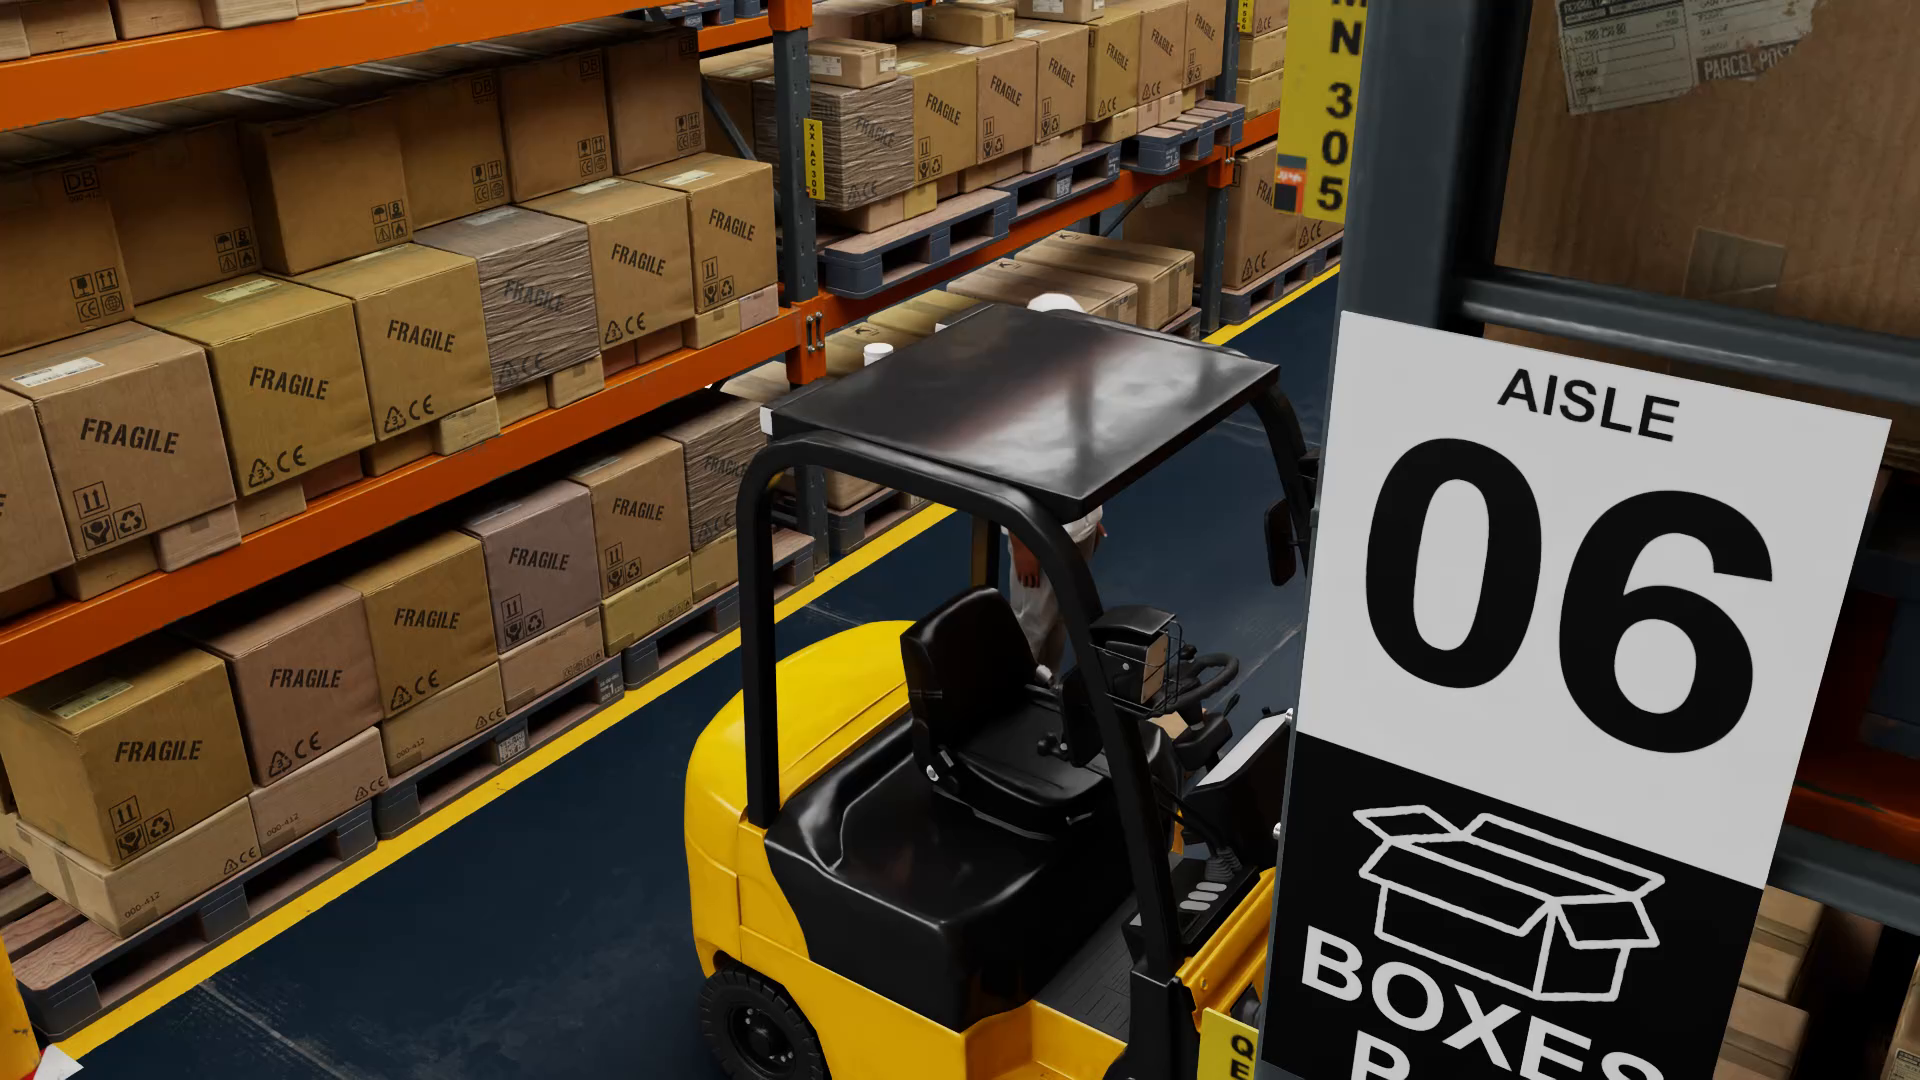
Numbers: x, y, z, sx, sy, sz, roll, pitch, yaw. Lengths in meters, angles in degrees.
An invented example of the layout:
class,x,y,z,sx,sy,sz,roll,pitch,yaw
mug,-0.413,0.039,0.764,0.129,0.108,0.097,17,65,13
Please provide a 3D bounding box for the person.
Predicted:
class,x,y,z,sx,sy,sz,roll,pitch,yaw
person,0.346,-0.052,6.177,0.364,1.765,0.562,18,32,31
